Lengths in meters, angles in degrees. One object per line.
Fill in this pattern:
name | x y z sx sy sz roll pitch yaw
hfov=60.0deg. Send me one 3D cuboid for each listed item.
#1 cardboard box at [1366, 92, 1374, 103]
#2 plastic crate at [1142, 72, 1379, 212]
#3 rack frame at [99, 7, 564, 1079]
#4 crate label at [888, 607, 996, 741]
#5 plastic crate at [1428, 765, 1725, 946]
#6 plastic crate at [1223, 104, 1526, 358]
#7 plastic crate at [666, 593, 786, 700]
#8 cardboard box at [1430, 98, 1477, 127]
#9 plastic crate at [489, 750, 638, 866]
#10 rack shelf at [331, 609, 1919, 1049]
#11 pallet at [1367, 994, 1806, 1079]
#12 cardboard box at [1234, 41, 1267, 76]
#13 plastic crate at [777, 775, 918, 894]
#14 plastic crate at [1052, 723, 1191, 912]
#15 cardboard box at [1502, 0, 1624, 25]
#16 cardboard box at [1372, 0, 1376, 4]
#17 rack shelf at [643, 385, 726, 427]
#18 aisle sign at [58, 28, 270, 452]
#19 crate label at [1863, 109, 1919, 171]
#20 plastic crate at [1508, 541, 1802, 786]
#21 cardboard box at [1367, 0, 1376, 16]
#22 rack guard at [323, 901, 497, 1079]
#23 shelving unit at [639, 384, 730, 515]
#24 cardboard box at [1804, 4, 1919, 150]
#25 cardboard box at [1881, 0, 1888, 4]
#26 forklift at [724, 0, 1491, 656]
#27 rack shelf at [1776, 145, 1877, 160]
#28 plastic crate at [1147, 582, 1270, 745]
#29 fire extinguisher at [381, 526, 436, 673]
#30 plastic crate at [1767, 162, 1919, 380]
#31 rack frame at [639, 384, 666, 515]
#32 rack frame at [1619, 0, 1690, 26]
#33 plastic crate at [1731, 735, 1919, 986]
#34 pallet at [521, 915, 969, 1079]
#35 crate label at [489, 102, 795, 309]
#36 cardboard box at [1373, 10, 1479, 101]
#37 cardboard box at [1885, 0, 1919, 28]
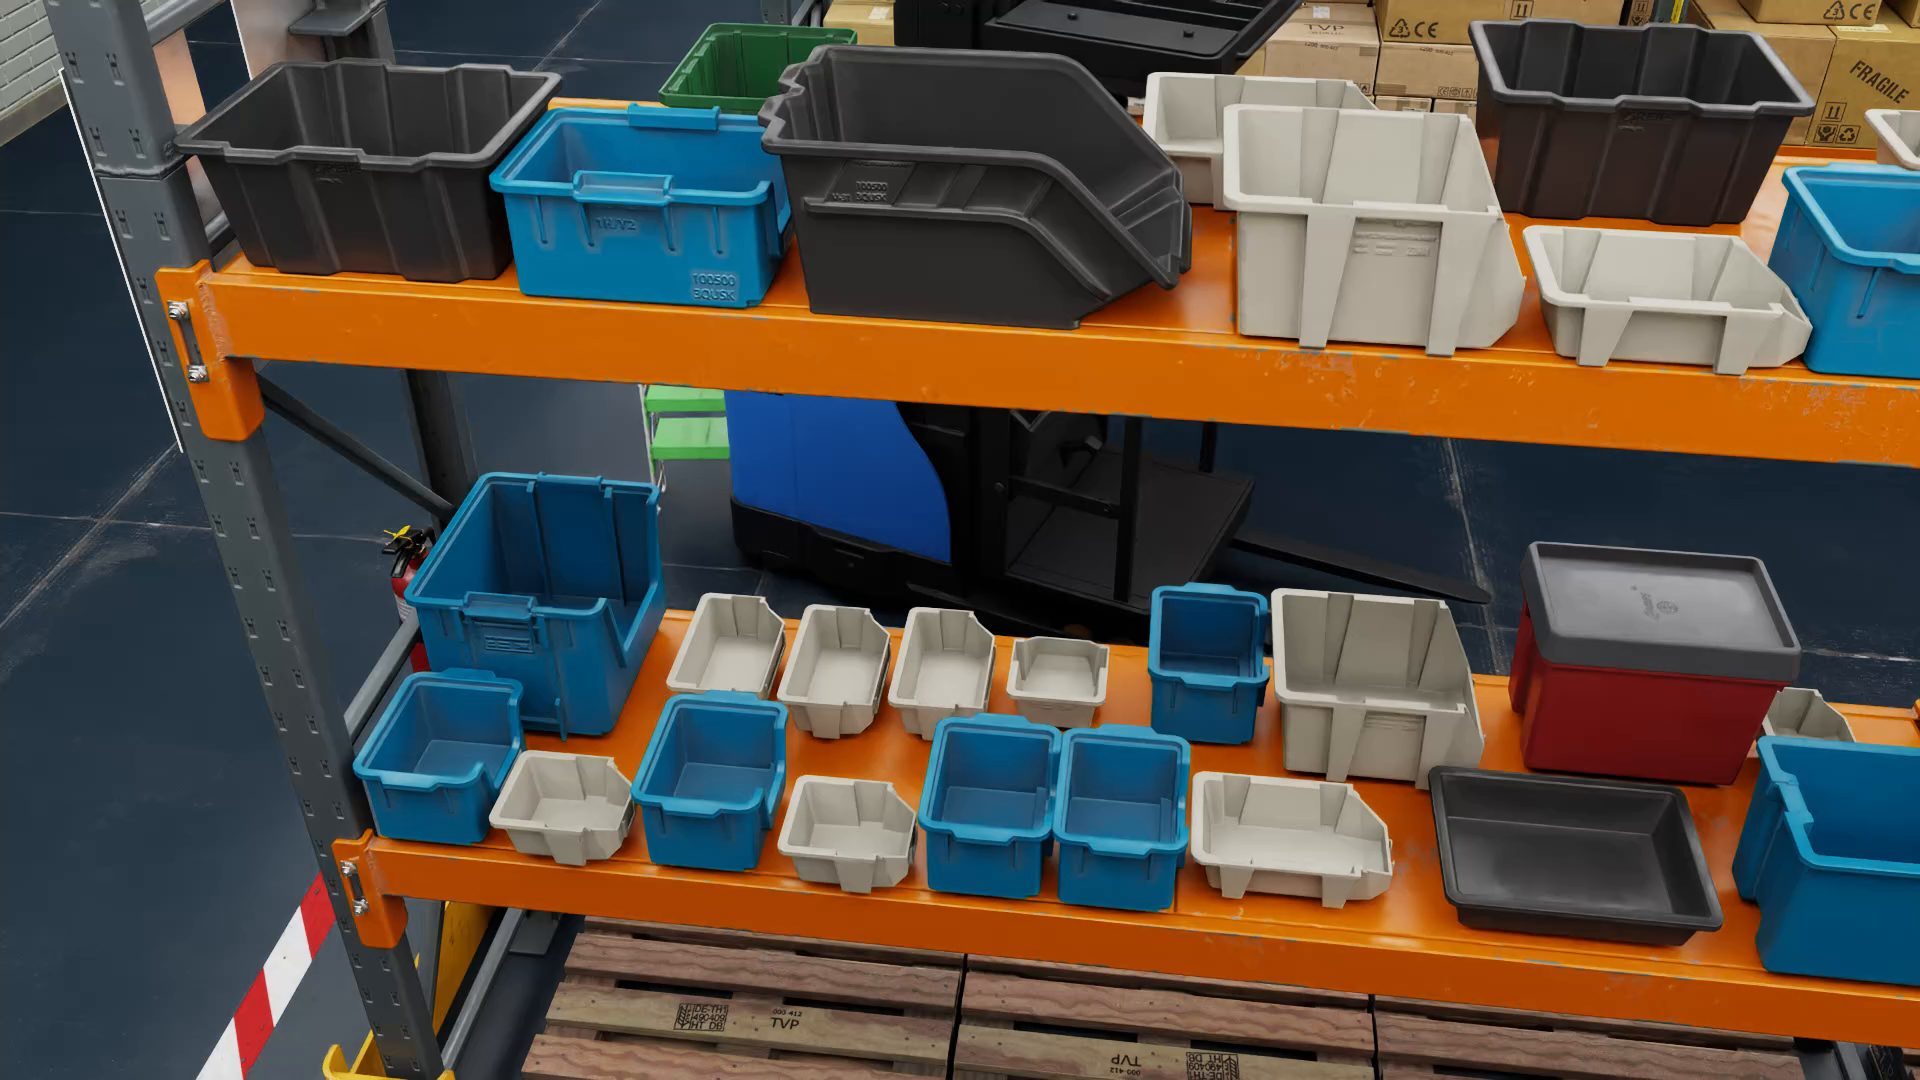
cardboard box | 1.798 -2.084 7.804 0.250 0.149 0.380 5 36 7
plastic crate | 0.645 -0.822 3.465 0.530 0.136 0.437 4 36 6
rack frame | -1.436 0.282 4.273 0.127 3.000 1.000 4 36 6
crate label | -0.039 0.357 4.343 0.243 0.136 0.396 4 36 6
plastic crate | 1.387 0.737 3.820 0.590 0.125 0.437 4 36 6
plastic crate | 0.723 -0.549 2.957 0.530 0.282 0.437 4 36 6
plastic crate | -0.604 0.320 4.394 0.243 0.136 0.396 4 36 6
cardboard box | 2.309 -2.046 7.751 0.250 0.149 0.380 4 36 5
plastic crate | -0.925 0.644 3.941 0.298 0.136 0.250 4 36 6
rack shelf | 0.548 0.722 4.275 4.000 0.370 1.077 4 36 6
pallet | 1.798 1.680 4.714 1.213 0.211 1.003 4 36 6
cardboard box | 1.169 -2.332 7.808 0.500 0.250 0.500 4 36 5
plastic crate | -0.252 0.694 3.871 0.298 0.136 0.250 4 36 6
plastic crate | 0.371 0.653 3.846 0.300 0.233 0.416 4 36 6
cardboard box | 2.673 -2.522 7.428 0.500 0.500 0.500 5 36 7
cardboard box | 2.233 -2.865 7.910 0.500 0.500 0.500 4 36 6
rack shelf | -1.105 -0.617 7.192 0.480 0.148 0.258 0 36 0
aisle sign | -1.545 -0.611 3.286 0.004 0.787 0.394 4 36 6
crate label | 2.083 -0.739 3.348 0.466 0.136 0.293 4 36 6
plastic crate | 1.678 0.316 4.118 0.583 0.464 0.402 4 36 6
cardboard box | 2.237 -2.562 8.130 0.500 0.250 0.500 4 36 6
rack guard | -1.461 1.305 4.992 0.348 0.500 1.175 4 36 6
shelving unit | -1.105 -0.669 7.155 0.503 1.200 0.258 0 36 0
cardboard box | 4.086 -2.102 7.527 0.500 0.500 0.500 4 36 6
cardboard box | 4.151 -2.399 7.943 0.500 0.500 0.500 5 36 7
forklift | 0.590 -1.002 6.130 3.031 2.935 1.130 16 38 21
rack shelf | 5.146 -1.836 7.859 4.000 0.370 1.077 4 36 6
plastic crate | 0.634 0.329 4.299 0.300 0.233 0.416 4 36 6
fire extinguisher | -1.527 0.192 4.787 0.183 0.674 0.296 4 36 6
plastic crate | 1.588 -0.459 2.873 0.300 0.233 0.416 4 36 6
rack frame | -1.349 -0.668 7.153 0.015 1.200 0.240 0 36 0
rack frame | 3.163 -2.276 7.857 0.127 3.000 1.000 4 36 6
plastic crate | 2.025 0.722 3.619 0.575 0.384 0.392 4 36 6
pallet | -0.623 1.500 4.967 1.213 0.211 1.003 4 36 6
crate label | -0.562 -0.624 3.089 0.502 0.251 0.408 4 36 6
cardboard box | 2.178 -2.255 7.700 0.500 0.250 0.500 5 36 7
cardboard box | 4.476 -2.625 7.397 0.637 0.503 0.797 5 36 6
